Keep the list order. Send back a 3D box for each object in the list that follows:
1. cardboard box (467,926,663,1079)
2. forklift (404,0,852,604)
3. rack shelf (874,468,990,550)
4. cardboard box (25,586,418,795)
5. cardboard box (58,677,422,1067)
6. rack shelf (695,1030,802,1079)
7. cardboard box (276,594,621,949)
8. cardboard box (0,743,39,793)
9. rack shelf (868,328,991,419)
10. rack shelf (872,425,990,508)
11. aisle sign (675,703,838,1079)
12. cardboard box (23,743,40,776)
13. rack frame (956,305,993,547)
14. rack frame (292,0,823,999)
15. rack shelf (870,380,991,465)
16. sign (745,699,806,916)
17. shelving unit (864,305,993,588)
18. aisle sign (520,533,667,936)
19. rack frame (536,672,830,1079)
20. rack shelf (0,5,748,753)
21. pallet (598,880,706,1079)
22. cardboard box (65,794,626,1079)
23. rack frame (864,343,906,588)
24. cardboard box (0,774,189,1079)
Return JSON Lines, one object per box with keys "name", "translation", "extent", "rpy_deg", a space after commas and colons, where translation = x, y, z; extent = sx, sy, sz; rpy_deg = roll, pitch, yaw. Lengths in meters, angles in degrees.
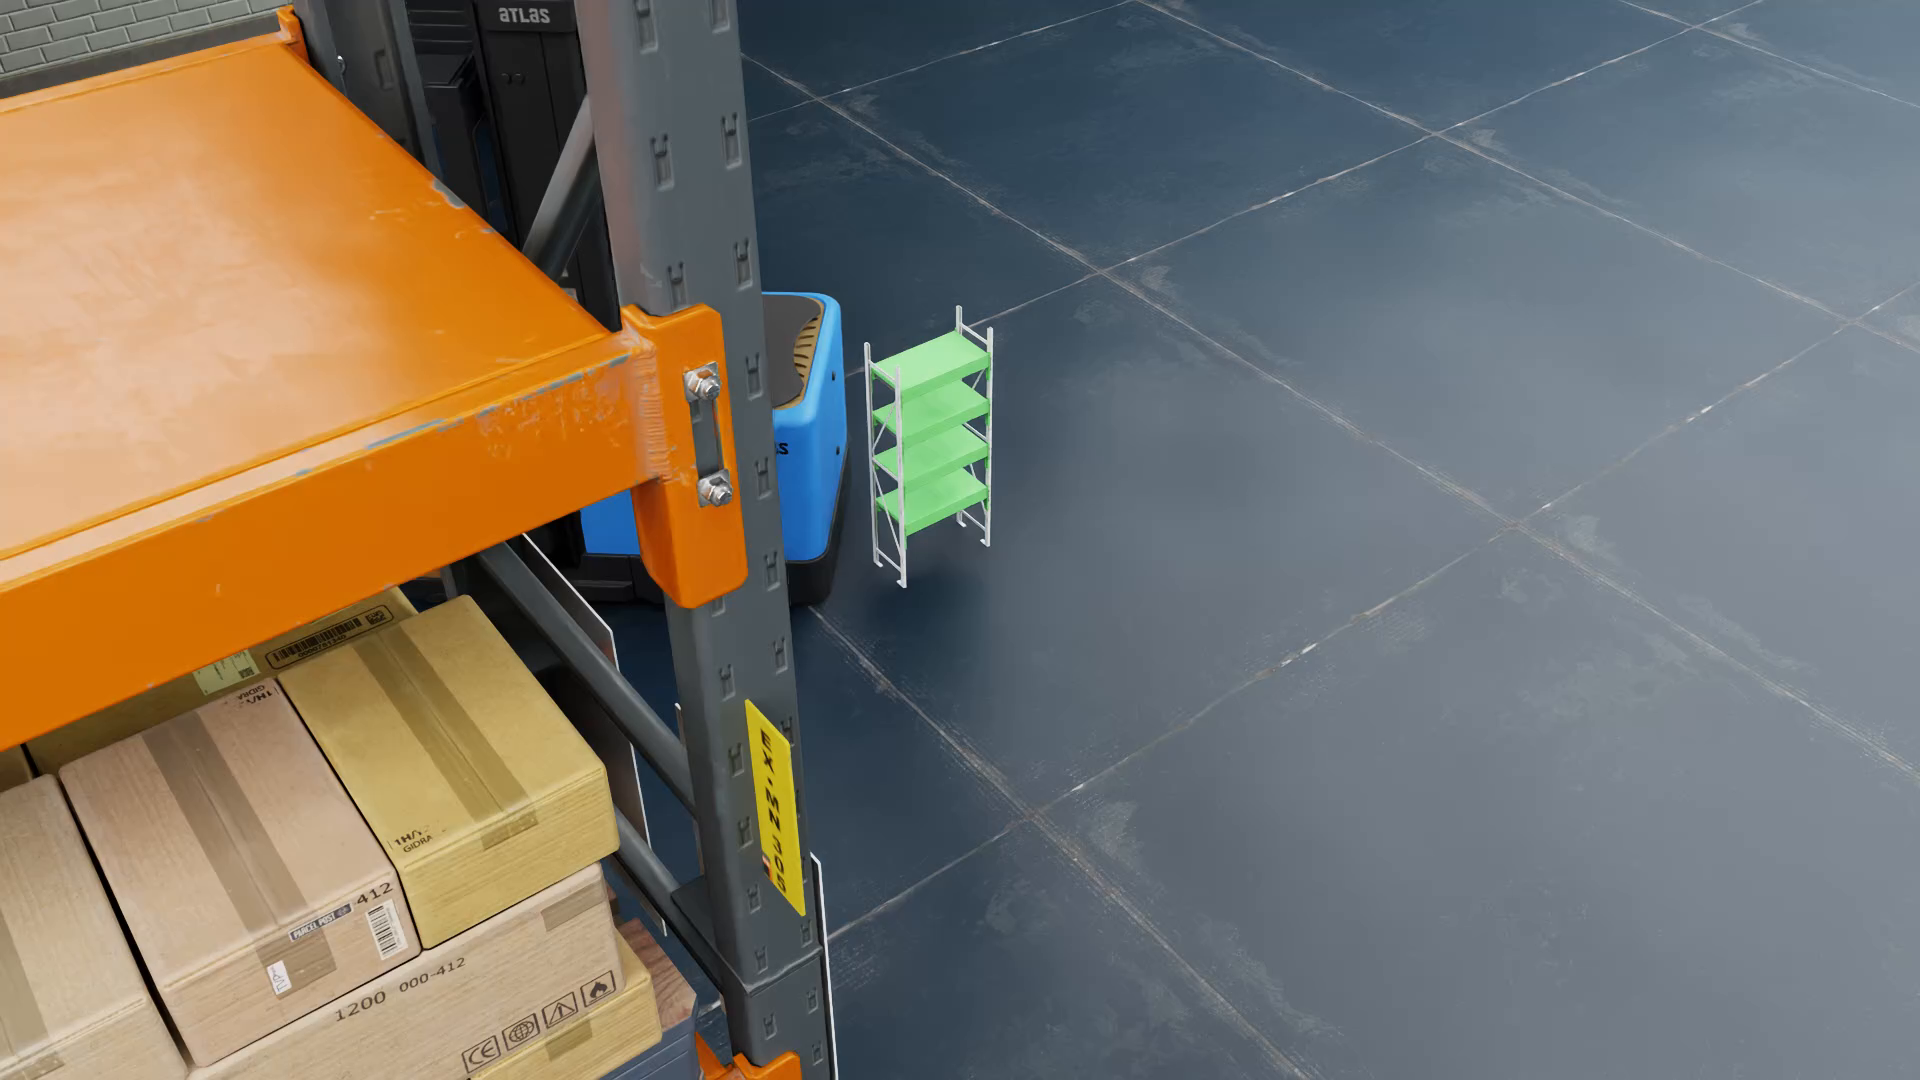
{"name": "cardboard box", "translation": [-0.611, 0.570, 2.246], "extent": [0.250, 0.149, 0.380], "rpy_deg": [-26, 46, -28]}
{"name": "forklift", "translation": [-2.067, -1.176, 7.006], "extent": [3.031, 2.935, 1.130], "rpy_deg": [2, 39, 3]}
{"name": "rack shelf", "translation": [-0.131, -0.165, 7.618], "extent": [0.480, 0.148, 0.258], "rpy_deg": [-26, 46, -28]}
{"name": "cardboard box", "translation": [-1.093, 0.175, 2.414], "extent": [0.500, 0.250, 0.500], "rpy_deg": [-26, 46, -28]}
{"name": "cardboard box", "translation": [-0.813, 0.360, 1.874], "extent": [0.250, 0.149, 0.380], "rpy_deg": [-26, 46, -28]}
{"name": "rack shelf", "translation": [-2.139, 1.426, 1.982], "extent": [4.000, 0.370, 1.077], "rpy_deg": [-26, 46, -28]}
{"name": "cardboard box", "translation": [-0.614, 0.264, 1.991], "extent": [0.250, 0.149, 0.380], "rpy_deg": [-26, 46, -28]}
{"name": "cardboard box", "translation": [-1.494, 0.372, 2.174], "extent": [0.500, 0.250, 0.500], "rpy_deg": [-27, 46, -29]}
{"name": "rack shelf", "translation": [-0.131, -0.722, 7.161], "extent": [0.480, 0.148, 0.258], "rpy_deg": [-26, 46, -28]}
{"name": "rack shelf", "translation": [-0.131, -0.351, 7.466], "extent": [0.480, 0.148, 0.258], "rpy_deg": [-26, 46, -28]}
{"name": "aisle sign", "translation": [-0.315, 0.653, 2.672], "extent": [0.004, 0.787, 0.394], "rpy_deg": [-26, 46, -28]}
{"name": "cardboard box", "translation": [-1.421, 0.438, 2.407], "extent": [0.250, 0.149, 0.380], "rpy_deg": [-26, 46, -28]}
{"name": "rack frame", "translation": [0.062, -0.494, 7.540], "extent": [0.015, 1.200, 0.240], "rpy_deg": [-26, 46, -28]}
{"name": "rack frame", "translation": [-0.554, -0.784, 1.745], "extent": [0.127, 3.000, 1.000], "rpy_deg": [-26, 46, -28]}
{"name": "rack shelf", "translation": [-0.131, -0.536, 7.313], "extent": [0.480, 0.148, 0.258], "rpy_deg": [-26, 46, -28]}
{"name": "sign", "translation": [-0.234, 0.342, 2.101], "extent": [0.005, 0.325, 0.100], "rpy_deg": [-26, 46, -28]}
{"name": "shelving unit", "translation": [-0.131, -0.400, 7.425], "extent": [0.503, 1.200, 0.258], "rpy_deg": [-26, 46, -28]}
{"name": "aisle sign", "translation": [-0.680, 0.352, 3.040], "extent": [0.004, 0.787, 0.394], "rpy_deg": [-26, 46, -28]}
{"name": "rack frame", "translation": [-0.554, 1.535, 3.647], "extent": [0.127, 3.000, 1.000], "rpy_deg": [-26, 46, -28]}
{"name": "rack shelf", "translation": [-2.139, 0.421, 1.157], "extent": [4.000, 0.370, 1.077], "rpy_deg": [-26, 46, -28]}
{"name": "pallet", "translation": [-1.135, 0.702, 2.368], "extent": [1.213, 0.211, 1.003], "rpy_deg": [-26, 46, -28]}
{"name": "cardboard box", "translation": [-0.771, 0.447, 2.082], "extent": [0.500, 0.250, 0.500], "rpy_deg": [-25, 46, -28]}
{"name": "rack frame", "translation": [-0.325, -0.306, 7.310], "extent": [0.015, 1.200, 0.240], "rpy_deg": [-26, 46, -28]}
{"name": "cardboard box", "translation": [-1.016, 0.459, 1.754], "extent": [0.250, 0.149, 0.380], "rpy_deg": [-25, 46, -27]}
